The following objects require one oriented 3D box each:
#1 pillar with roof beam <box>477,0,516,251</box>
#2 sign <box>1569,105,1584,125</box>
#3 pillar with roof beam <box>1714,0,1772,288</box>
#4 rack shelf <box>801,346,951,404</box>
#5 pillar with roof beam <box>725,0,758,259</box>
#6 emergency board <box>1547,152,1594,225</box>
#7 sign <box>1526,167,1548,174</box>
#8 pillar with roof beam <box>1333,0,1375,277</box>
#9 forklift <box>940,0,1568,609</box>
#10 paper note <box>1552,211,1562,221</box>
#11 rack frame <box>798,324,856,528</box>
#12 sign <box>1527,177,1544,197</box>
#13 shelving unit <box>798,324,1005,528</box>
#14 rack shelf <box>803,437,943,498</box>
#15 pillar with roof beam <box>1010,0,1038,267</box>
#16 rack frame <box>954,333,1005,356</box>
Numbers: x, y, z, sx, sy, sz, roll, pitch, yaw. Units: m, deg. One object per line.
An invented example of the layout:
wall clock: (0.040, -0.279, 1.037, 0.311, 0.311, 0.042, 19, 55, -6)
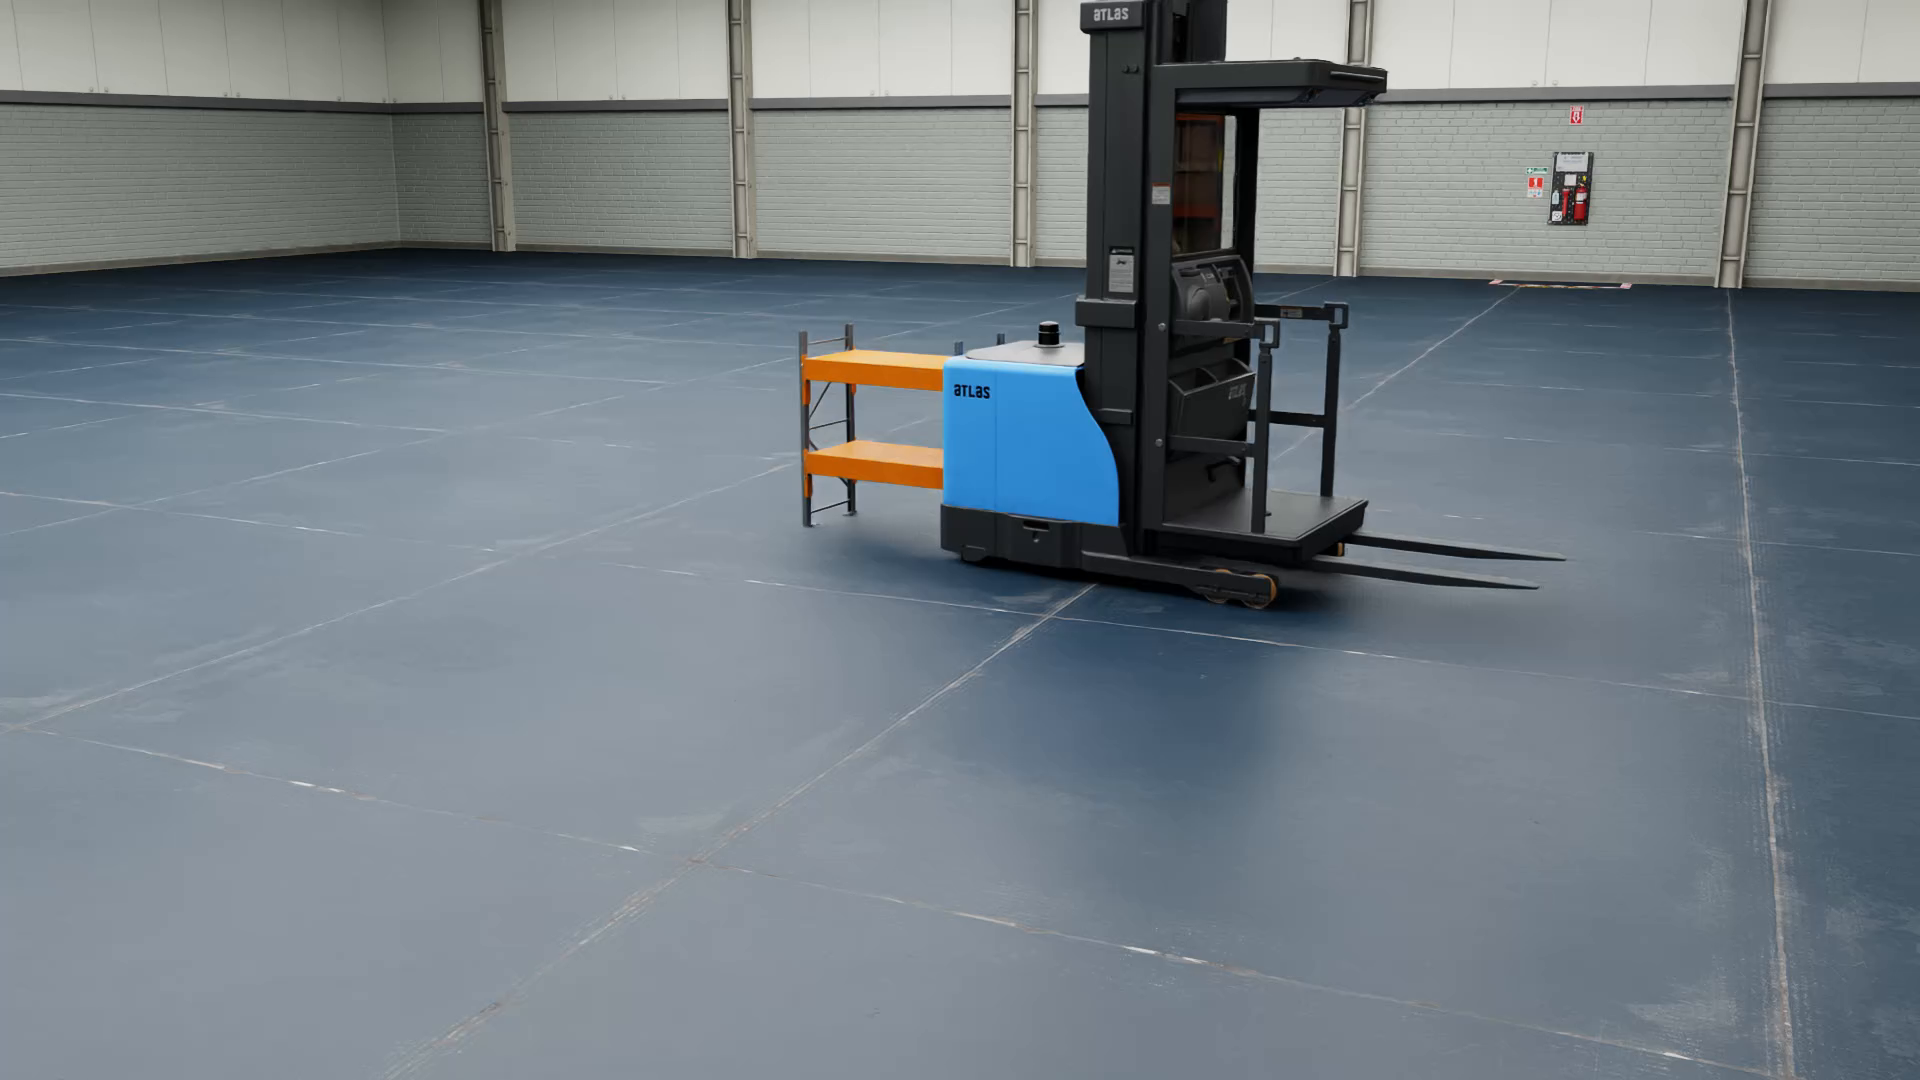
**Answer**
pillar with roof beam: (-11.541, -9.703, 30.909, 0.400, 9.000, 9.100, 6, 14, 23)
sign: (9.935, -6.848, 26.798, 0.199, 0.298, 0.001, 6, 14, 23)
pillar with roof beam: (10.403, -7.483, 21.445, 0.400, 9.000, 9.100, 6, 14, 23)
rack shelf: (-0.328, -0.894, 9.321, 1.000, 0.278, 0.538, 8, 15, 30)
pillar with roof beam: (-6.055, -9.148, 28.543, 0.400, 9.000, 9.100, 6, 14, 23)
emergency board: (9.902, -5.698, 26.971, 0.643, 1.169, 0.194, 6, 14, 23)
sign: (9.439, -6.044, 27.207, 0.331, 0.109, 0.001, 6, 14, 23)
pillar with roof beam: (4.917, -8.038, 23.811, 0.400, 9.000, 9.100, 6, 14, 23)
forklift: (1.427, -1.239, 8.119, 3.031, 2.935, 1.130, 8, 15, 30)
paper note: (9.768, -5.300, 27.203, 0.142, 0.148, 0.016, 6, 14, 23)
rack frame: (-0.765, -0.668, 9.640, 0.032, 1.125, 0.500, 8, 15, 30)
sign: (9.439, -5.788, 27.277, 0.234, 0.329, 0.001, 6, 14, 23)
shelving unit: (-0.328, -0.609, 9.388, 1.048, 1.125, 0.538, 8, 15, 30)
rack shelf: (-0.328, -0.371, 9.443, 1.000, 0.278, 0.538, 8, 15, 30)
pillar with roof beam: (-0.569, -8.593, 26.177, 0.400, 9.000, 9.100, 6, 14, 23)
rack frame: (0.109, -0.550, 9.135, 0.032, 1.125, 0.500, 8, 15, 30)
